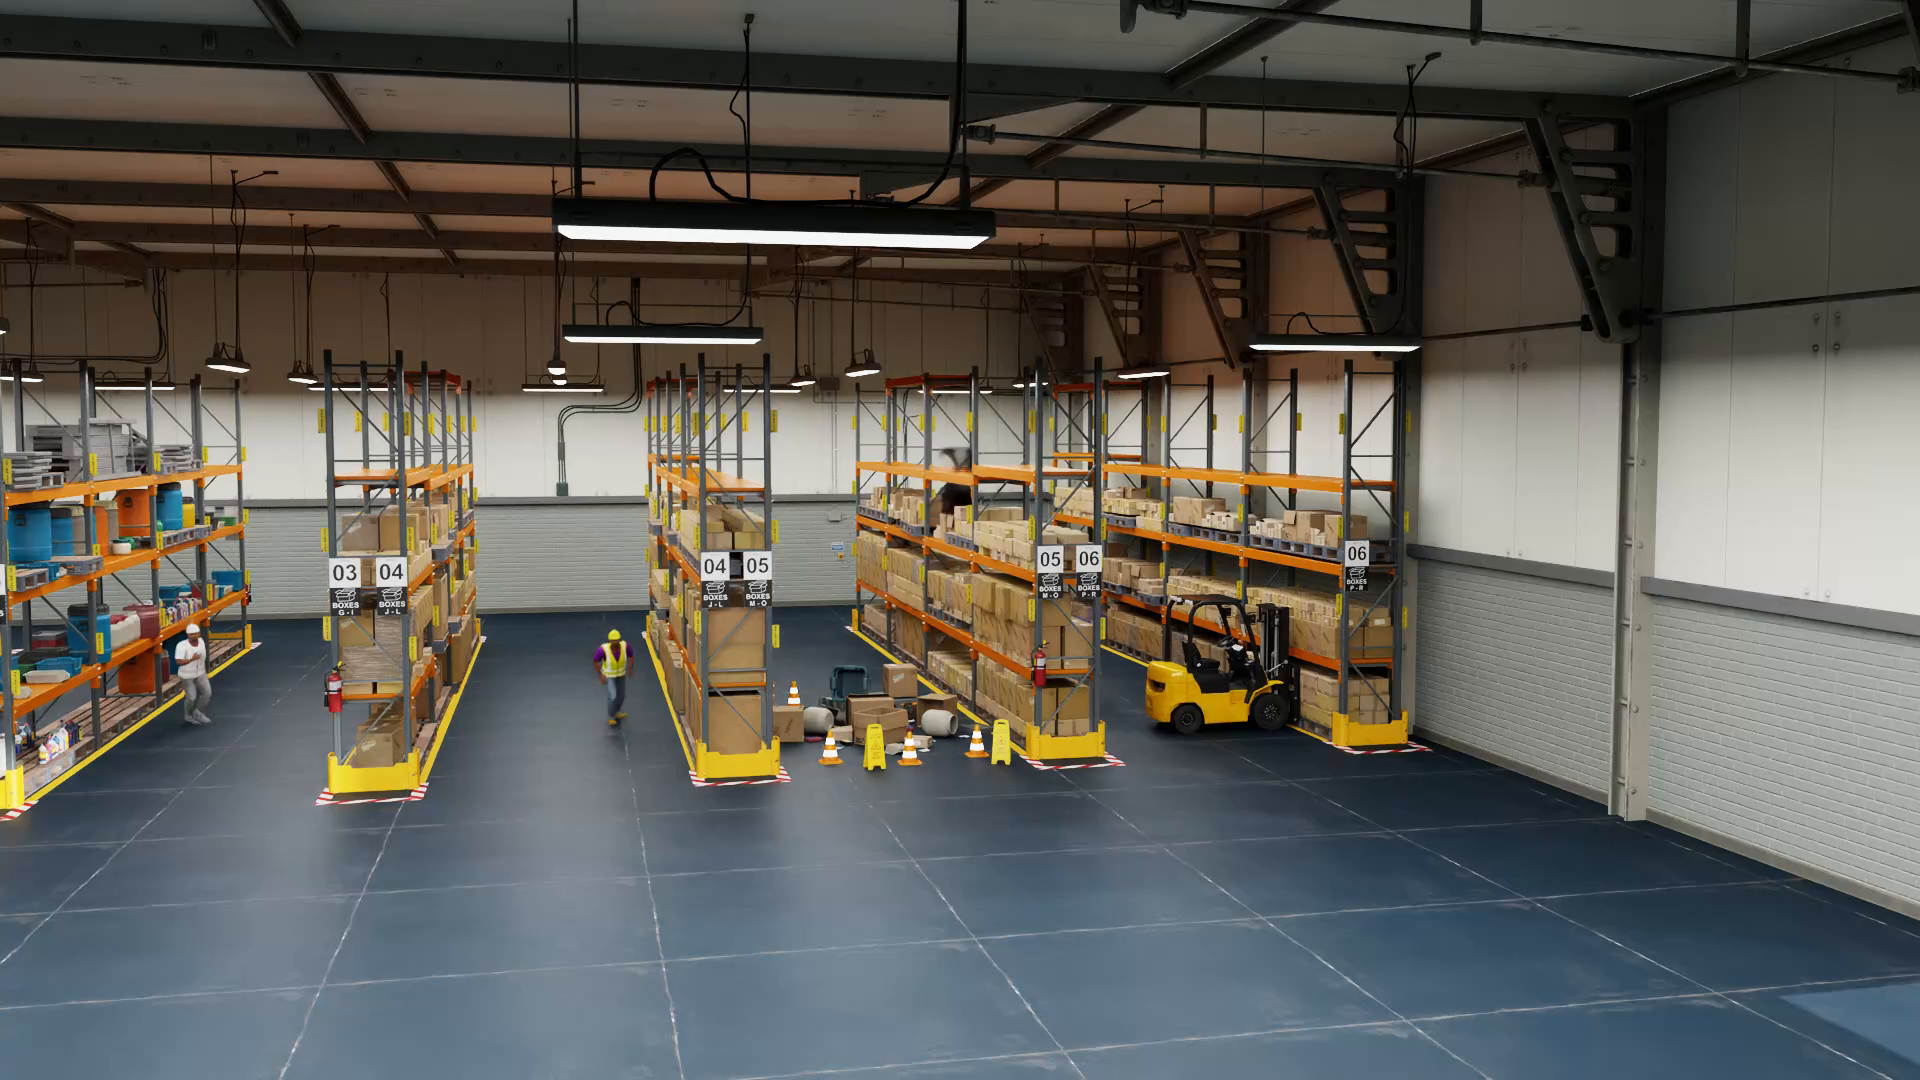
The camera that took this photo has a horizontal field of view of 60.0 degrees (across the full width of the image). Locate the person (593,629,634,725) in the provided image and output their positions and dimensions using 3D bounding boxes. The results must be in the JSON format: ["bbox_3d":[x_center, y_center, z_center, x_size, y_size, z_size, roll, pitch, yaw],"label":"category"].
[{"bbox_3d":[-5.779,2.270,27.786,0.737,1.628,0.884,-3,5,-39],"label":"person"}]

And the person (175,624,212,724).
[{"bbox_3d":[-12.693,2.238,27.485,0.869,1.718,0.660,3,5,38],"label":"person"}]
